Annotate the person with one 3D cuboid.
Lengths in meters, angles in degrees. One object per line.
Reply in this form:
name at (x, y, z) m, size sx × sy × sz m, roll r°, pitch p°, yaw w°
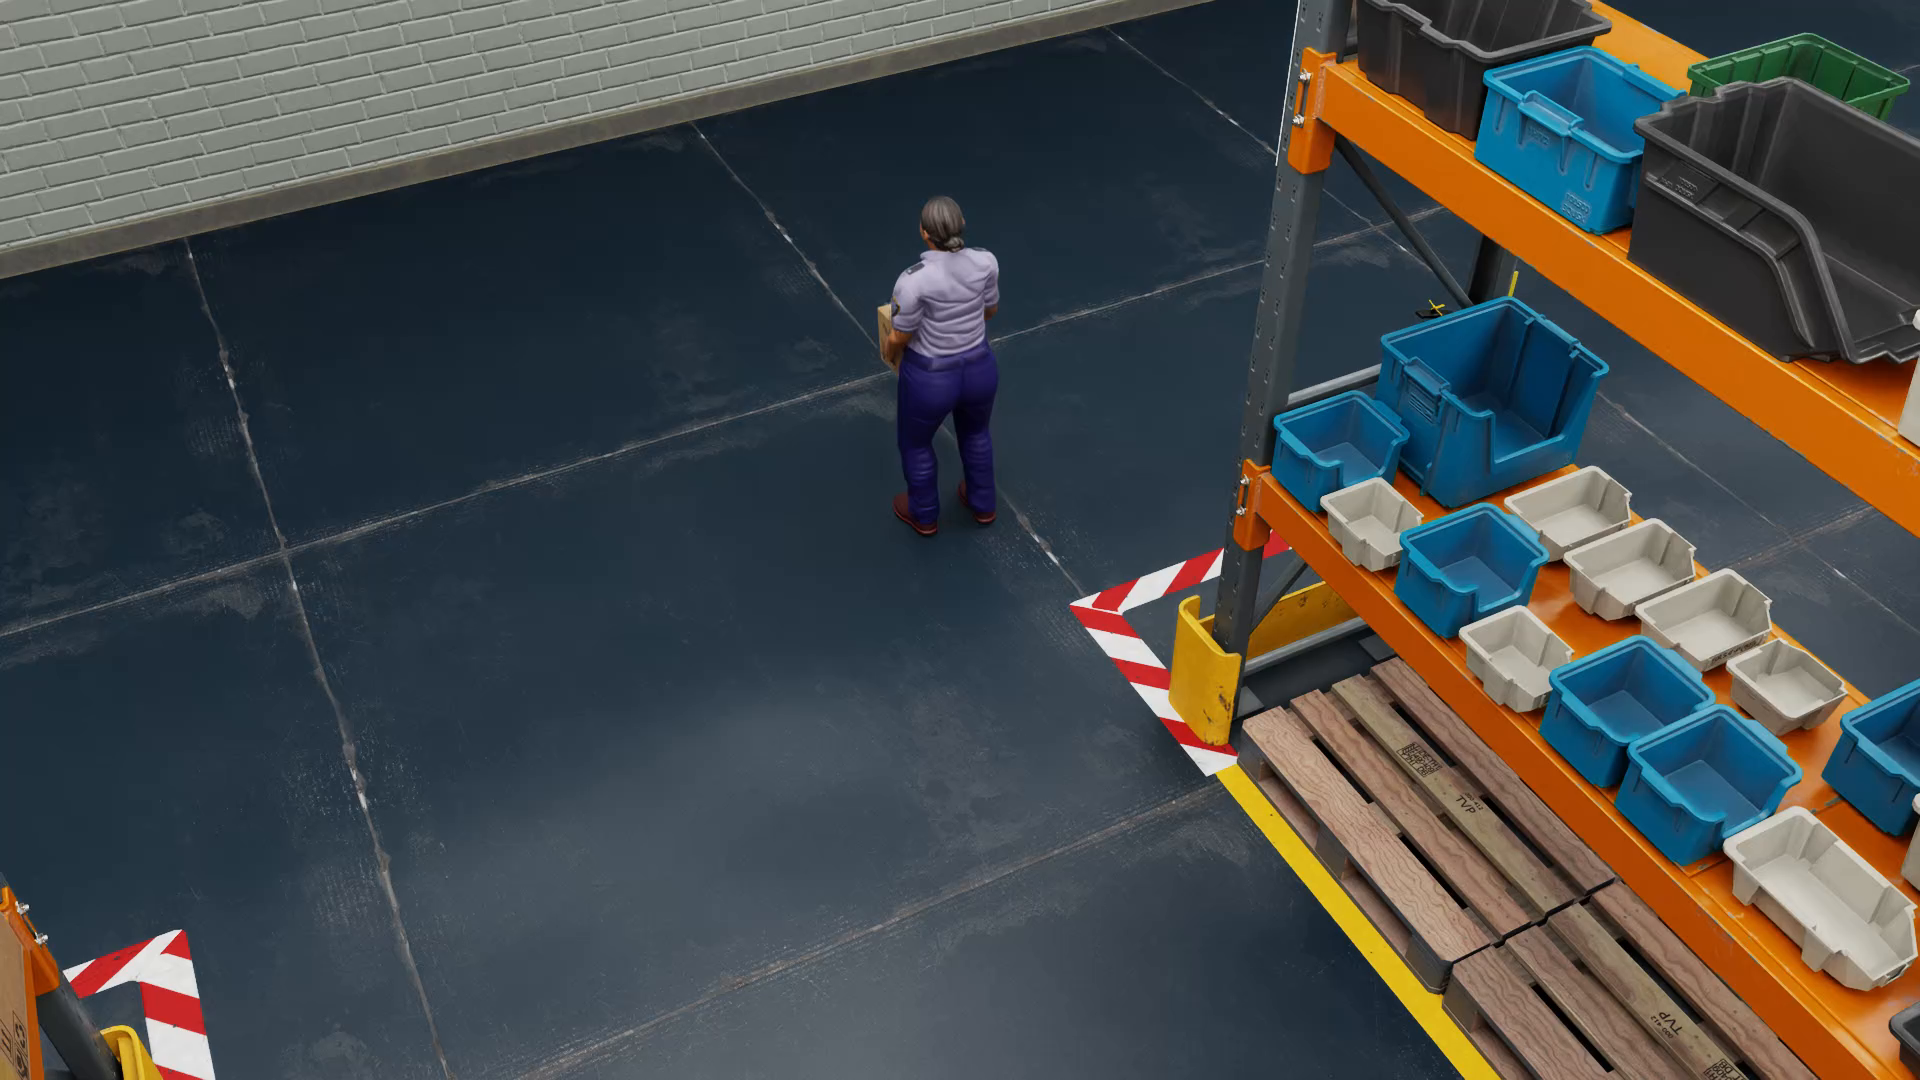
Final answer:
person at (-0.082, -0.726, 6.982) m, size 0.498 × 1.656 × 0.450 m, roll -20°, pitch 45°, yaw -21°
